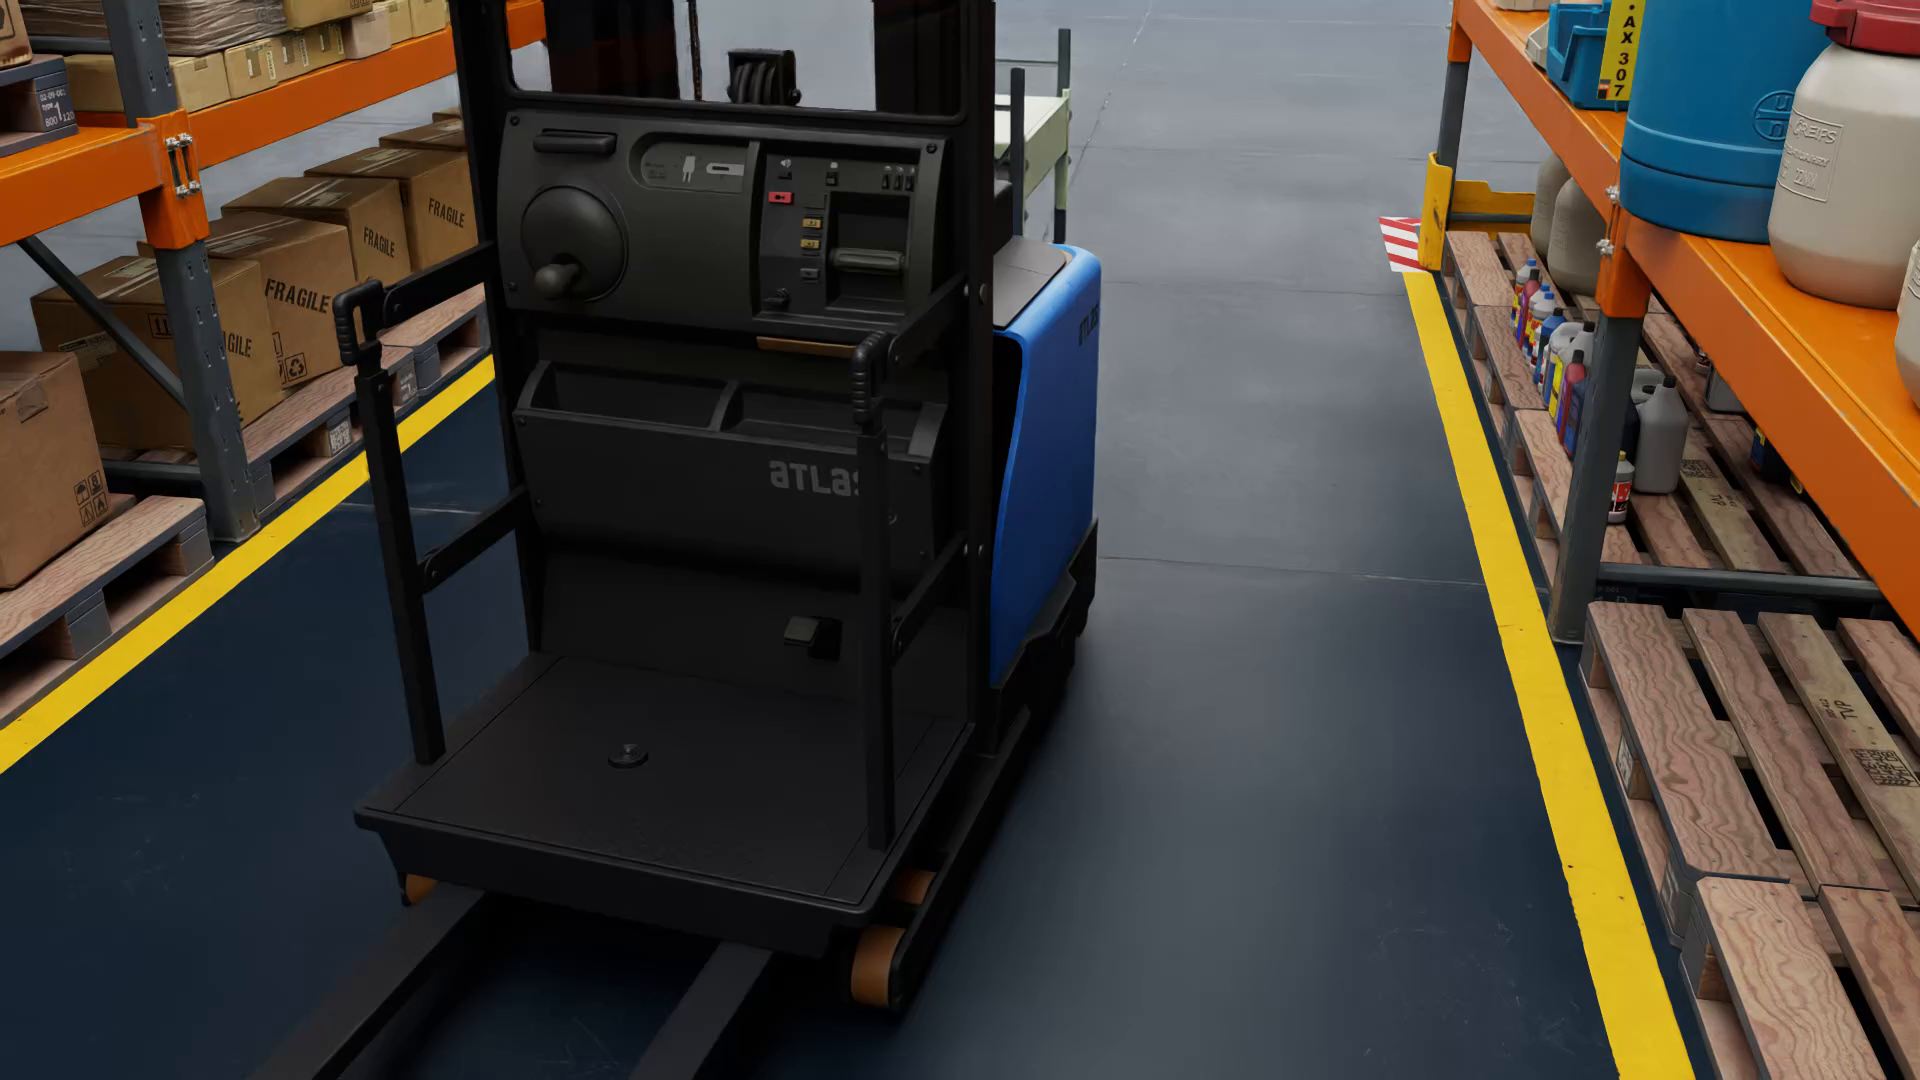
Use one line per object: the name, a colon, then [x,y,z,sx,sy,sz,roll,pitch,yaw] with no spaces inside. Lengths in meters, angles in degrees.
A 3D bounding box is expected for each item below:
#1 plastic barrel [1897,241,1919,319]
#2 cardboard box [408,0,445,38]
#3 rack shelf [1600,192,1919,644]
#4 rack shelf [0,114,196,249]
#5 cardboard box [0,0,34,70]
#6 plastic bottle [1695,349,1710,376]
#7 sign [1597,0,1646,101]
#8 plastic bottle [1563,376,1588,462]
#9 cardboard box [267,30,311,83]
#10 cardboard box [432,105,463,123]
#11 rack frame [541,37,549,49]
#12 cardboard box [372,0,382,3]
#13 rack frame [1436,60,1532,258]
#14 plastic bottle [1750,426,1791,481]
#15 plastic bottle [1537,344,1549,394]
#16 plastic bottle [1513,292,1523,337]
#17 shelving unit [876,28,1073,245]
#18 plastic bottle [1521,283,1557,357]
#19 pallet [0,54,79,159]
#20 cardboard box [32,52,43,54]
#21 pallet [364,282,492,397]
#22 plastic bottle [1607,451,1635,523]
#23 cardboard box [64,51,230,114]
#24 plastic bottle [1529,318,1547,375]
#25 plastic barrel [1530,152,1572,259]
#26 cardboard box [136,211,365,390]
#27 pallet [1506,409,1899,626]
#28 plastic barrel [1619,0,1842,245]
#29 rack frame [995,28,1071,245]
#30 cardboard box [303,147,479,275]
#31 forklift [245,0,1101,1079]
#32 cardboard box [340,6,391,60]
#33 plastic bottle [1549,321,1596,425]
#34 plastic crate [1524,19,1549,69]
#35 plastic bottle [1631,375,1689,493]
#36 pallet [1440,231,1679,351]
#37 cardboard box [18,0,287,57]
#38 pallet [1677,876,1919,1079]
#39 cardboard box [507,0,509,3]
plastic barrel: [1.783,-0.450,2.837,0.301,0.262,0.301,0,25,0]
cardboard box: [-2.172,-1.983,6.244,0.380,0.149,0.250,4,25,9]
rack shelf: [1.824,0.106,2.333,1.077,0.370,4.000,4,25,9]
rack shelf: [-3.063,-0.237,3.066,1.077,0.370,4.000,4,25,9]
cardboard box: [-3.004,-1.538,3.795,1.000,1.000,1.000,4,25,9]
plastic bottle: [2.720,-0.702,5.992,0.097,0.201,0.097,0,25,0]
sign: [1.610,-1.224,4.000,0.100,0.325,0.005,4,25,9]
plastic bottle: [2.003,-0.425,5.225,0.144,0.351,0.185,3,25,6]
cardboard box: [-2.337,-1.565,5.351,0.380,0.149,0.250,4,25,9]
cardboard box: [-2.201,-1.870,8.160,0.500,0.500,0.500,9,27,18]
rack frame: [-2.082,-3.072,8.275,1.000,3.000,0.127,4,25,9]
cardboard box: [-2.502,-2.186,5.913,0.875,0.500,0.500,4,25,9]
rack frame: [2.804,-2.729,7.542,1.000,3.000,0.127,4,25,9]
plastic bottle: [2.550,-0.374,5.117,0.144,0.351,0.185,4,25,9]
plastic bottle: [2.078,-0.611,5.800,0.097,0.201,0.097,0,25,0]
plastic bottle: [2.184,-0.881,6.375,0.097,0.201,0.097,0,25,0]
shelving unit: [0.055,-0.724,5.027,0.431,1.500,0.755,6,26,12]
plastic bottle: [2.145,-0.812,6.147,0.097,0.271,0.097,0,25,0]
pallet: [-3.004,-1.003,4.080,1.003,0.211,1.213,4,25,9]
cardboard box: [-2.991,-1.396,4.990,0.380,0.149,0.250,4,25,9]
pallet: [-2.464,-0.931,6.991,1.003,0.211,1.213,4,25,9]
plastic bottle: [1.903,-0.161,4.838,0.097,0.201,0.097,0,25,0]
cardboard box: [-2.404,-1.354,4.902,0.380,0.149,0.250,4,25,9]
plastic bottle: [2.112,-0.697,5.984,0.097,0.201,0.097,0,25,0]
plastic barrel: [2.772,-1.512,7.381,0.421,0.512,0.421,0,25,0]
cardboard box: [-2.545,-0.862,6.006,0.500,0.500,0.500,13,28,25]
pallet: [2.302,-0.071,5.153,1.003,0.211,1.213,4,25,9]
plastic barrel: [1.789,-1.142,3.561,0.600,0.901,0.708,4,25,9]
rack frame: [0.137,-0.875,5.350,0.400,1.500,0.023,6,26,12]
cardboard box: [-2.385,-1.357,7.064,0.500,0.500,0.500,6,26,13]
forklift: [-0.542,-0.594,3.063,1.130,2.935,3.031,8,26,16]
cardboard box: [-2.224,-1.771,5.793,0.380,0.149,0.250,4,25,9]
plastic bottle: [2.056,-0.560,5.514,0.144,0.351,0.185,4,25,8]
plastic crate: [2.166,-1.633,5.512,0.530,0.136,0.437,4,25,9]
plastic bottle: [2.114,-0.335,5.033,0.144,0.351,0.185,4,25,9]
pallet: [2.700,-1.092,7.333,1.003,0.211,1.213,4,25,9]
cardboard box: [-2.601,-1.763,5.009,0.875,0.500,0.500,4,25,9]
pallet: [1.864,1.050,2.758,1.003,0.211,1.213,4,25,9]
cardboard box: [-2.113,-2.301,6.924,0.380,0.149,0.250,4,25,9]
